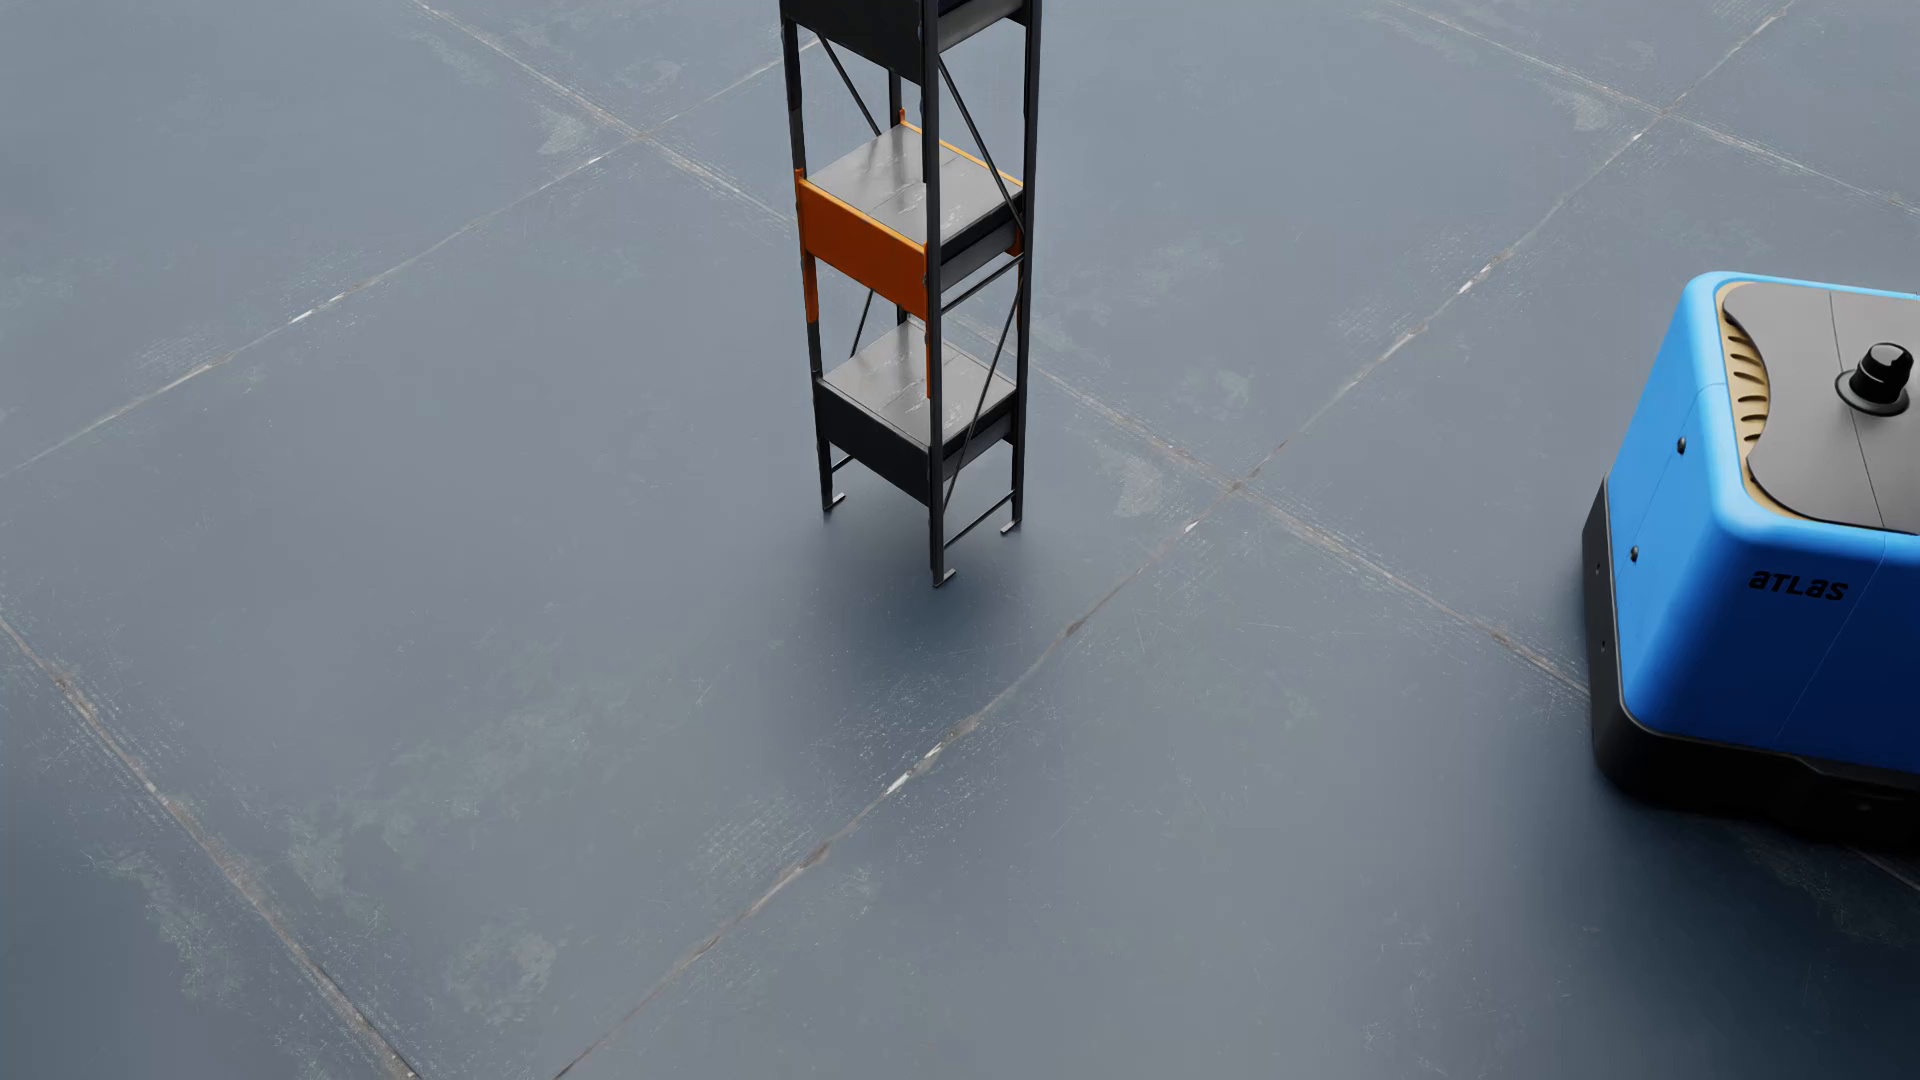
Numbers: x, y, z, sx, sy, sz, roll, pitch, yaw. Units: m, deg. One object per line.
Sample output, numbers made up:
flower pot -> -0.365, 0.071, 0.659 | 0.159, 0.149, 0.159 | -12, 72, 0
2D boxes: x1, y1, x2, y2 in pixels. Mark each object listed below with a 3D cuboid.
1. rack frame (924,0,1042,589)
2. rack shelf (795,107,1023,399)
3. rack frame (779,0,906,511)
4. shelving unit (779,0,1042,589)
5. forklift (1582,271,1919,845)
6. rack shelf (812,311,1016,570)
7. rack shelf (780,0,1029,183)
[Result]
rack frame -> 0.058, -0.680, 4.448 | 0.015, 2.100, 0.400 | 34, 55, 28
rack shelf -> -0.122, -0.791, 4.571 | 0.480, 0.518, 0.431 | 34, 55, 28
rack frame -> -0.301, -0.921, 4.675 | 0.015, 2.100, 0.400 | 34, 55, 28
shelving unit -> -0.122, -0.801, 4.561 | 0.503, 2.100, 0.431 | 34, 55, 28
forklift -> 3.324, -0.436, 3.649 | 3.031, 2.935, 1.130 | 9, 47, 8
rack shelf -> -0.122, -0.312, 5.082 | 0.480, 0.518, 0.431 | 34, 55, 28
rack shelf -> -0.122, -1.270, 4.061 | 0.480, 0.518, 0.431 | 34, 55, 28
